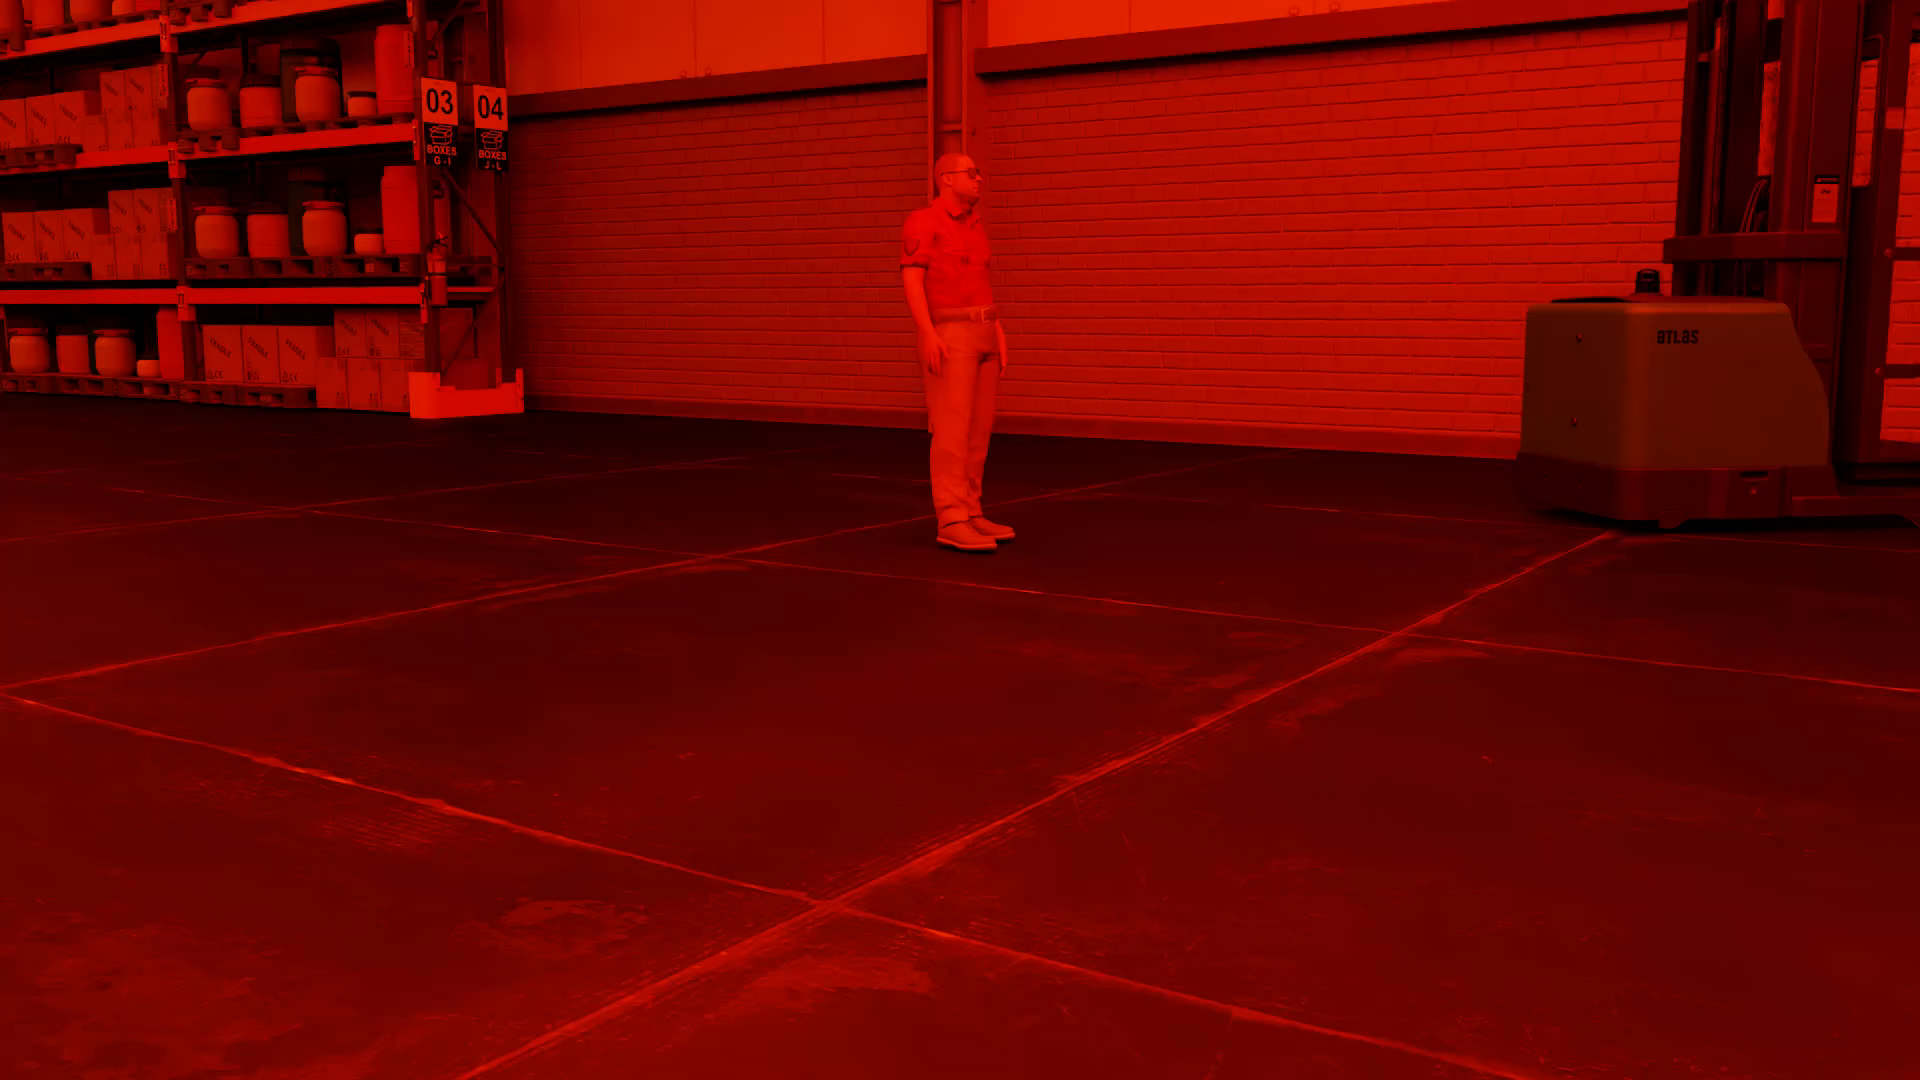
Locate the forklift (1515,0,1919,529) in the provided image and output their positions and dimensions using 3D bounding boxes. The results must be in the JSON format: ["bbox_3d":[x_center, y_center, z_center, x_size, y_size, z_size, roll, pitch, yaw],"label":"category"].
[{"bbox_3d":[4.455,-1.580,8.307,3.031,2.935,1.130,-2,8,-11],"label":"forklift"}]

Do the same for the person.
[{"bbox_3d":[0.068,-0.855,7.422,0.550,1.728,0.641,5,10,34],"label":"person"}]
